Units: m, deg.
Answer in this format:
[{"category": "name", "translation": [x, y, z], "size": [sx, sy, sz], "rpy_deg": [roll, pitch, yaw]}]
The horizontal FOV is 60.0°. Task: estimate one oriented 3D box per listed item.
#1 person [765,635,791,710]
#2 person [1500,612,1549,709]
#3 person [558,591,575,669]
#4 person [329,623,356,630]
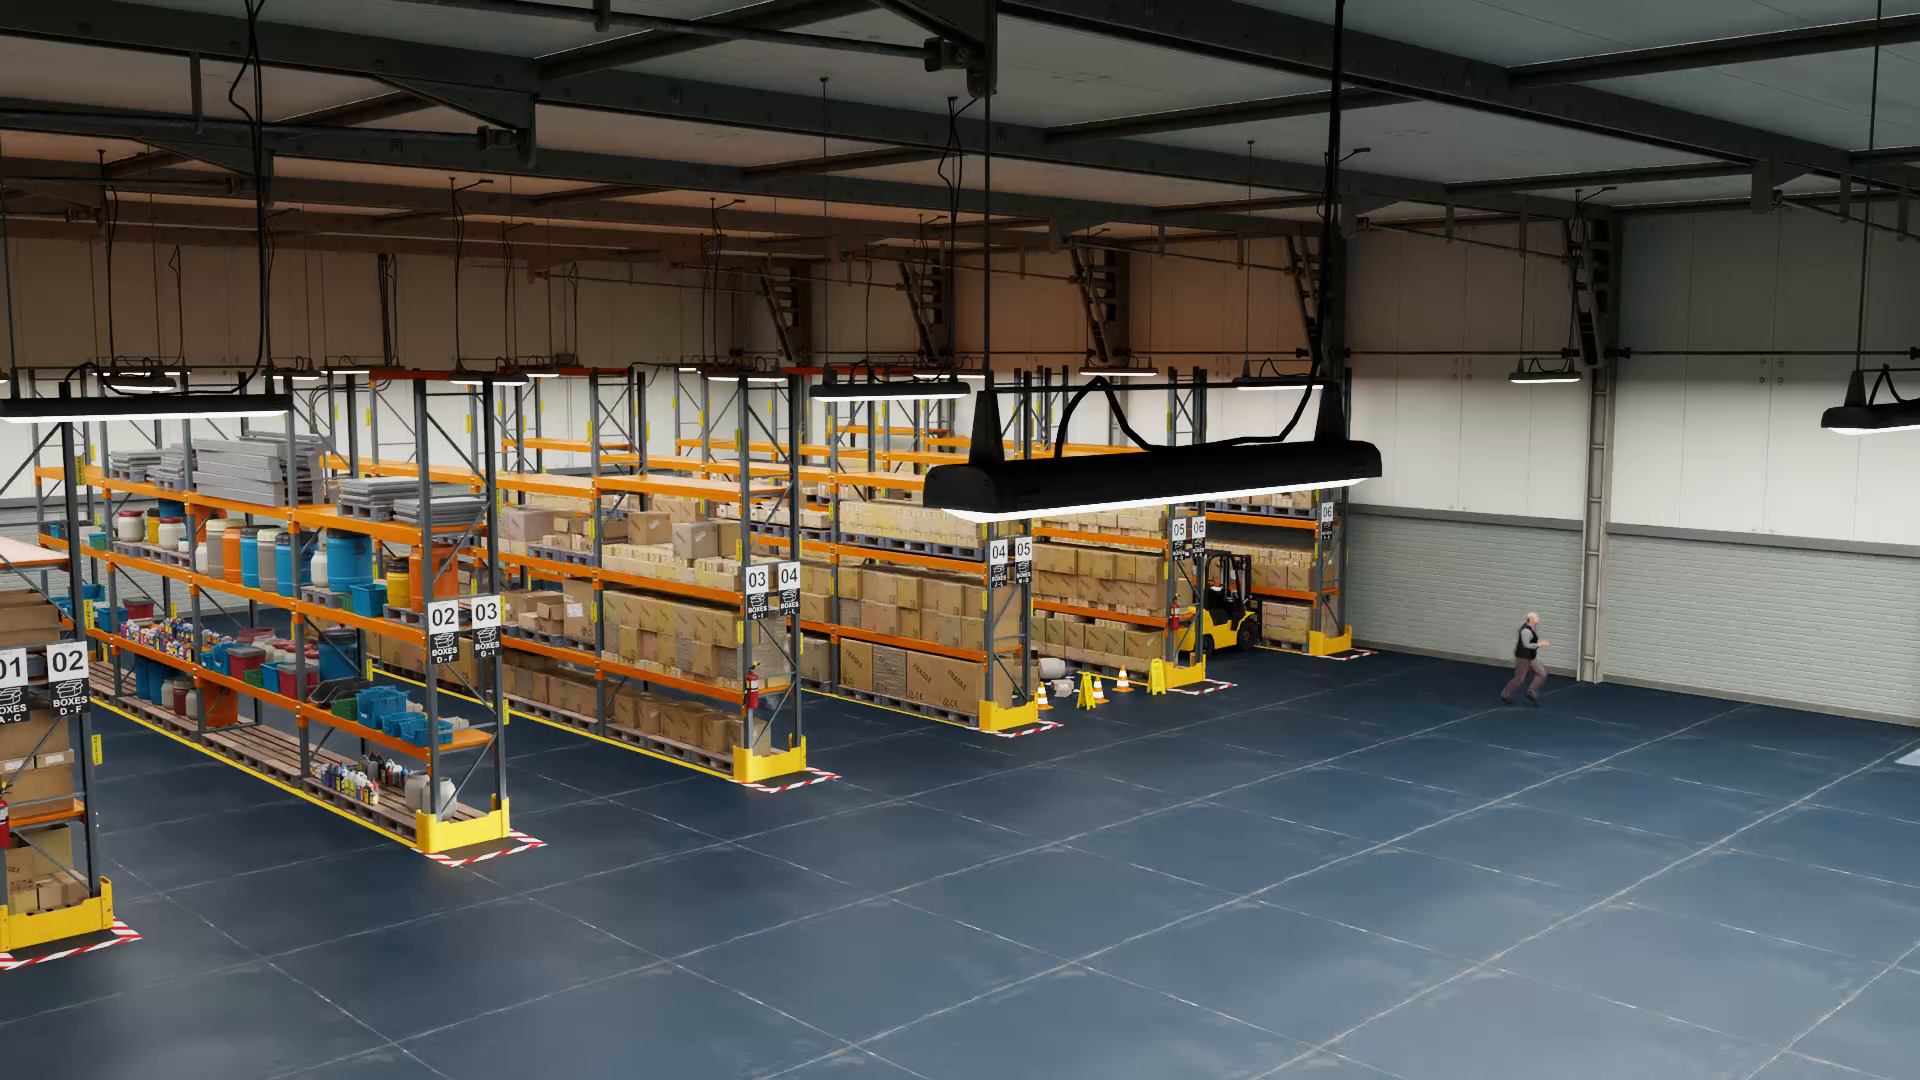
[{"category": "person", "translation": [-3.195, 2.140, 29.445], "size": [0.605, 1.743, 0.651], "rpy_deg": [4, 8, 34]}, {"category": "person", "translation": [10.085, 2.139, 29.667], "size": [0.829, 1.740, 0.679], "rpy_deg": [4, 8, 32]}, {"category": "person", "translation": [-7.853, 1.836, 32.550], "size": [1.093, 1.703, 0.583], "rpy_deg": [6, 9, 45]}, {"category": "person", "translation": [-11.228, 2.122, 30.262], "size": [0.618, 1.629, 0.742], "rpy_deg": [-6, 9, -43]}]
